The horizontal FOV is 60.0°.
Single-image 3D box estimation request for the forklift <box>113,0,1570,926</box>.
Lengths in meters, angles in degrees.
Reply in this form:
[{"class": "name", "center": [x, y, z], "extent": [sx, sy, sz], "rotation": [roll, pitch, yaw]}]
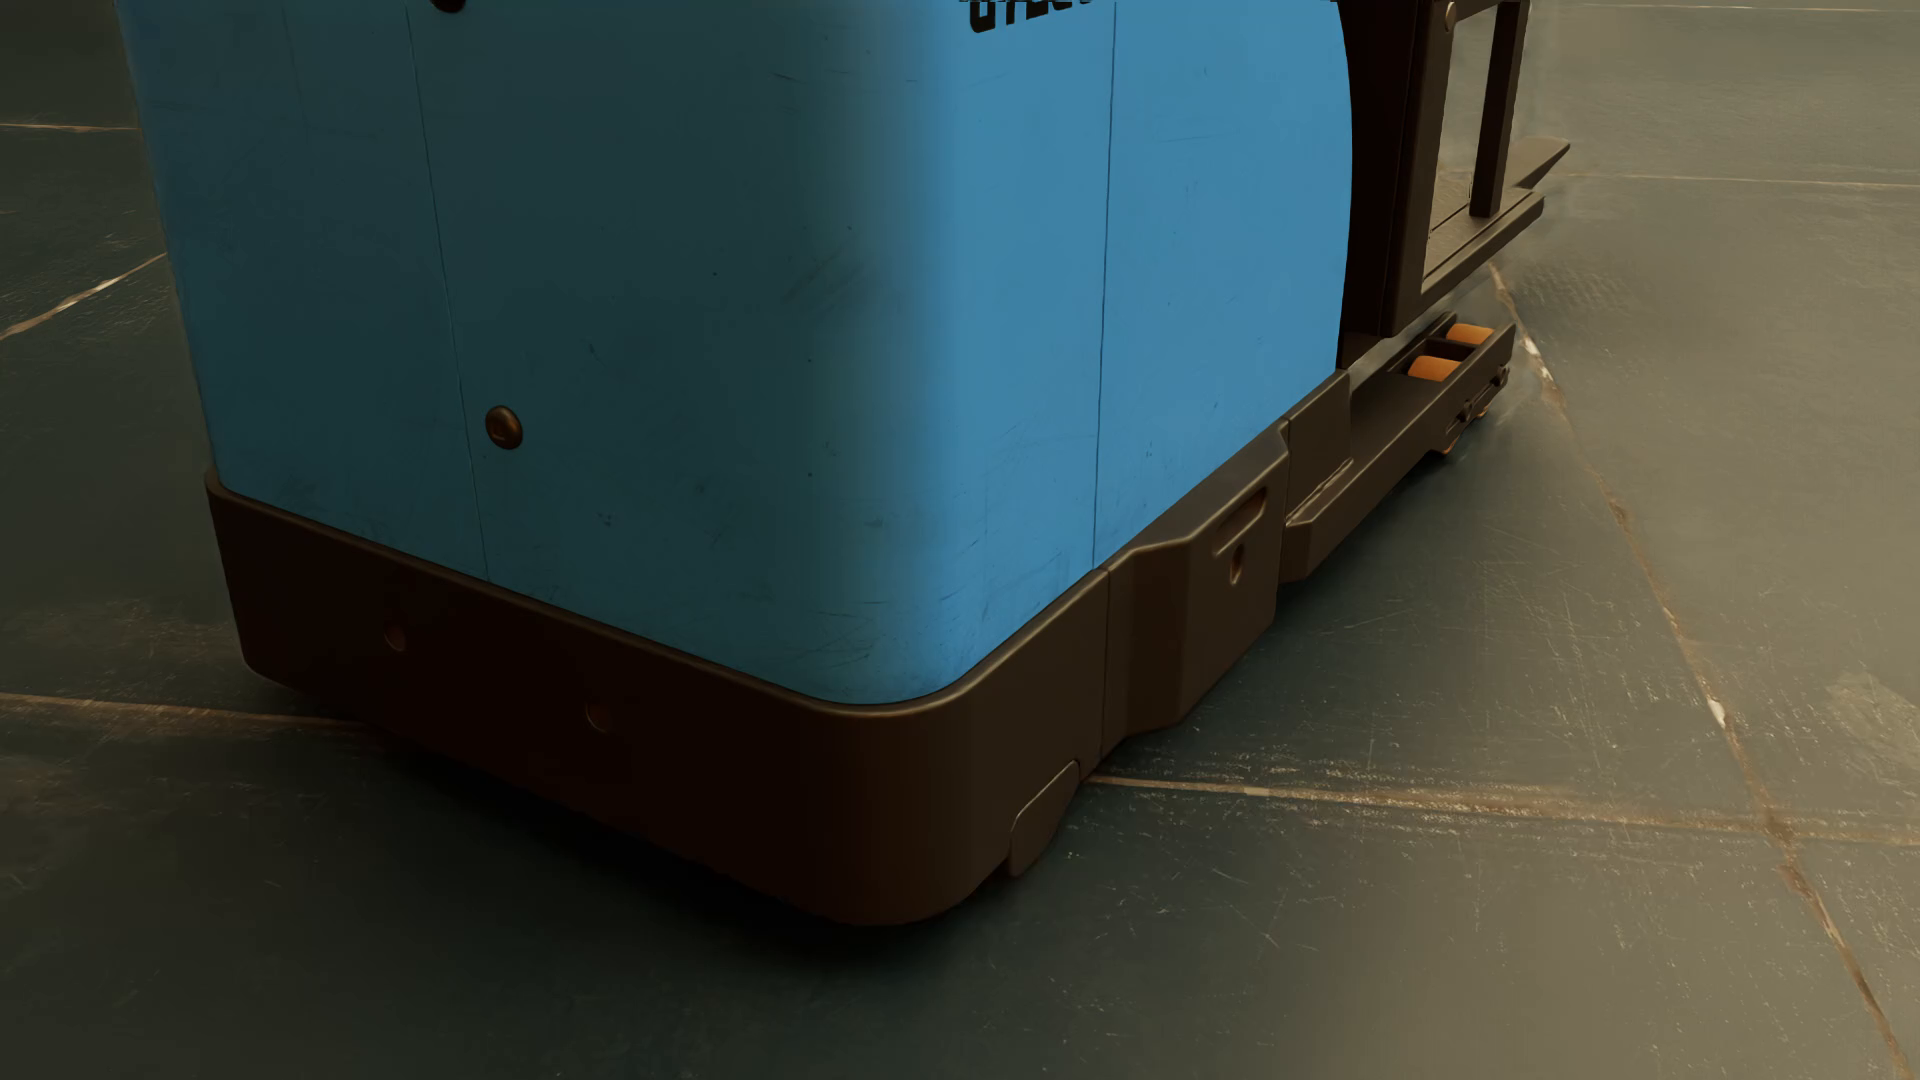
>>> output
[{"class": "forklift", "center": [0.320, -1.554, 2.331], "extent": [1.130, 2.935, 3.031], "rotation": [16, 31, 29]}]
